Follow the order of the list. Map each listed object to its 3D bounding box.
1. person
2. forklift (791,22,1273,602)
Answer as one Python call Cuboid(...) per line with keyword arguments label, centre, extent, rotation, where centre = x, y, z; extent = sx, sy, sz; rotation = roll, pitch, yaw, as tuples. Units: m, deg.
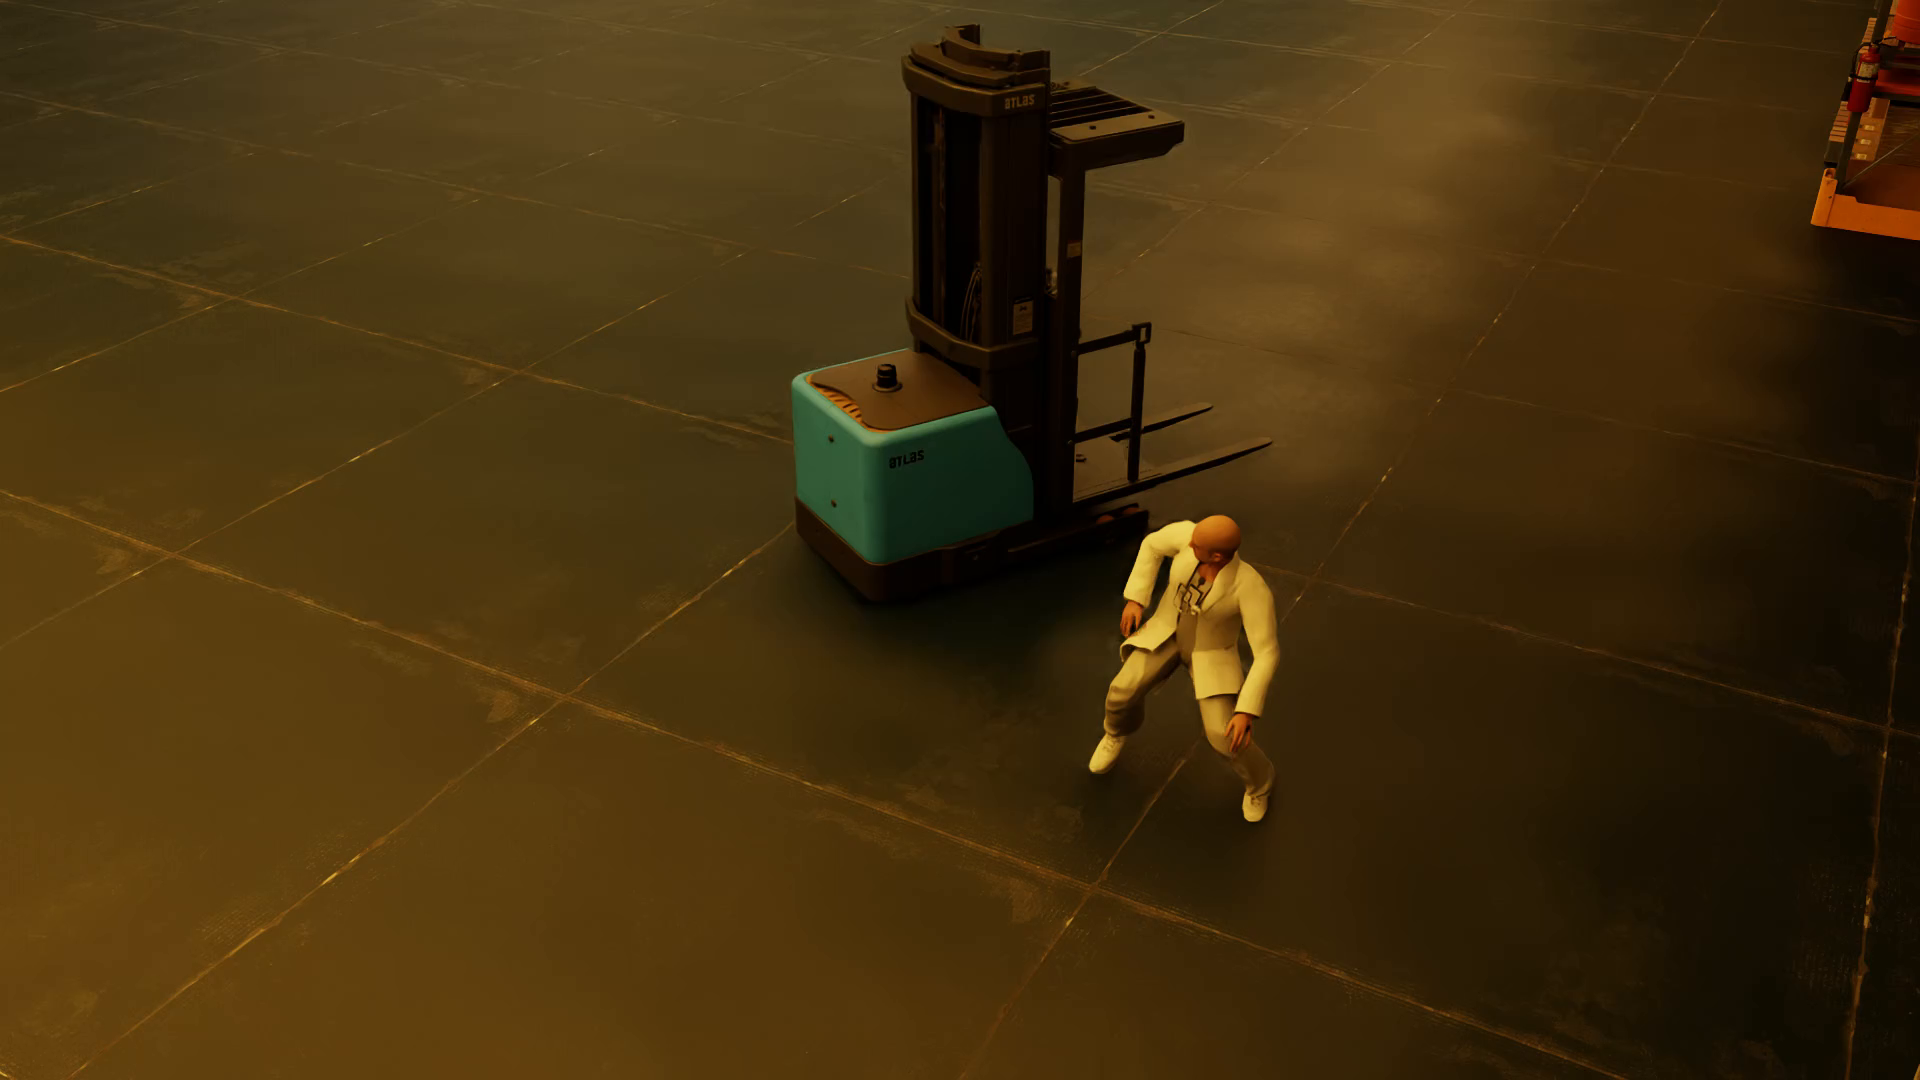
Cuboid(label="person", centre=(1.074, 0.548, 7.606), extent=(0.846, 1.546, 0.675), rotation=(16, 34, 26))
Cuboid(label="forklift", centre=(0.545, -1.460, 9.600), extent=(3.031, 2.935, 1.130), rotation=(-17, 34, -27))
